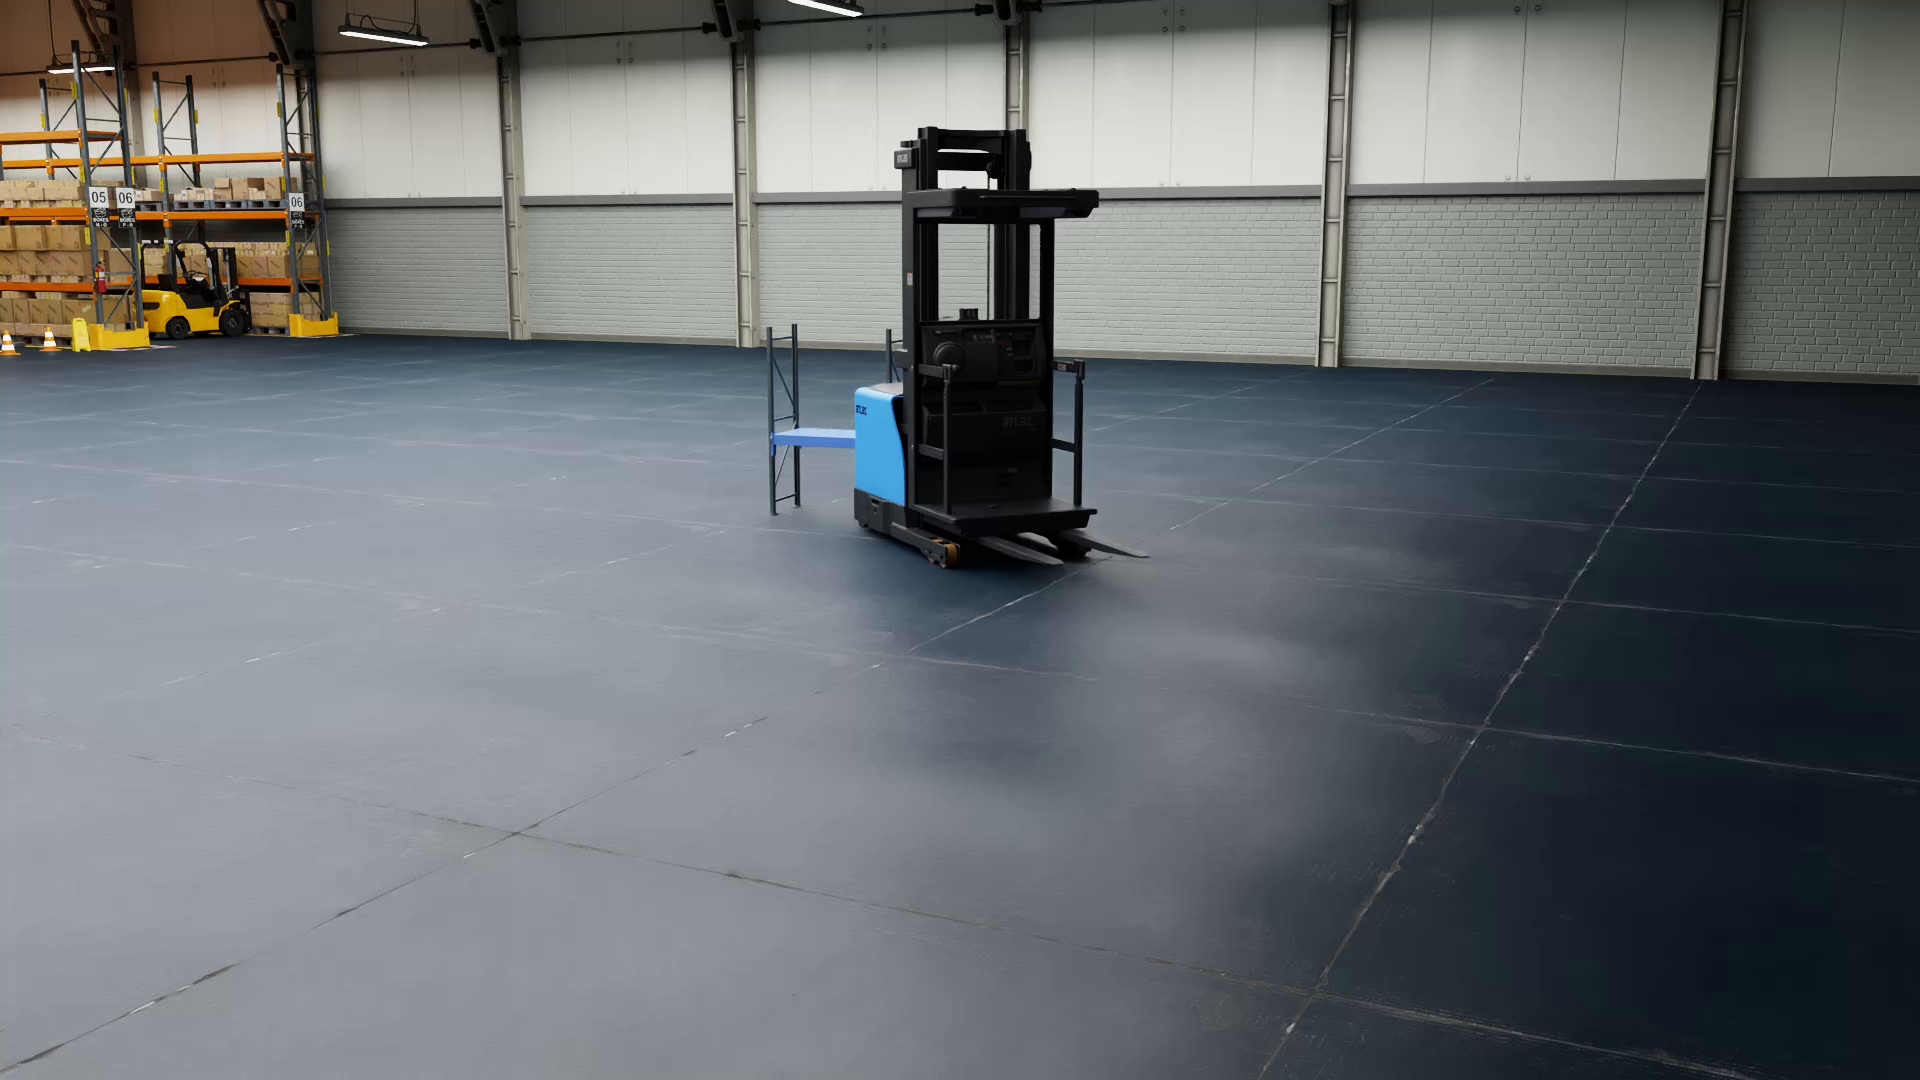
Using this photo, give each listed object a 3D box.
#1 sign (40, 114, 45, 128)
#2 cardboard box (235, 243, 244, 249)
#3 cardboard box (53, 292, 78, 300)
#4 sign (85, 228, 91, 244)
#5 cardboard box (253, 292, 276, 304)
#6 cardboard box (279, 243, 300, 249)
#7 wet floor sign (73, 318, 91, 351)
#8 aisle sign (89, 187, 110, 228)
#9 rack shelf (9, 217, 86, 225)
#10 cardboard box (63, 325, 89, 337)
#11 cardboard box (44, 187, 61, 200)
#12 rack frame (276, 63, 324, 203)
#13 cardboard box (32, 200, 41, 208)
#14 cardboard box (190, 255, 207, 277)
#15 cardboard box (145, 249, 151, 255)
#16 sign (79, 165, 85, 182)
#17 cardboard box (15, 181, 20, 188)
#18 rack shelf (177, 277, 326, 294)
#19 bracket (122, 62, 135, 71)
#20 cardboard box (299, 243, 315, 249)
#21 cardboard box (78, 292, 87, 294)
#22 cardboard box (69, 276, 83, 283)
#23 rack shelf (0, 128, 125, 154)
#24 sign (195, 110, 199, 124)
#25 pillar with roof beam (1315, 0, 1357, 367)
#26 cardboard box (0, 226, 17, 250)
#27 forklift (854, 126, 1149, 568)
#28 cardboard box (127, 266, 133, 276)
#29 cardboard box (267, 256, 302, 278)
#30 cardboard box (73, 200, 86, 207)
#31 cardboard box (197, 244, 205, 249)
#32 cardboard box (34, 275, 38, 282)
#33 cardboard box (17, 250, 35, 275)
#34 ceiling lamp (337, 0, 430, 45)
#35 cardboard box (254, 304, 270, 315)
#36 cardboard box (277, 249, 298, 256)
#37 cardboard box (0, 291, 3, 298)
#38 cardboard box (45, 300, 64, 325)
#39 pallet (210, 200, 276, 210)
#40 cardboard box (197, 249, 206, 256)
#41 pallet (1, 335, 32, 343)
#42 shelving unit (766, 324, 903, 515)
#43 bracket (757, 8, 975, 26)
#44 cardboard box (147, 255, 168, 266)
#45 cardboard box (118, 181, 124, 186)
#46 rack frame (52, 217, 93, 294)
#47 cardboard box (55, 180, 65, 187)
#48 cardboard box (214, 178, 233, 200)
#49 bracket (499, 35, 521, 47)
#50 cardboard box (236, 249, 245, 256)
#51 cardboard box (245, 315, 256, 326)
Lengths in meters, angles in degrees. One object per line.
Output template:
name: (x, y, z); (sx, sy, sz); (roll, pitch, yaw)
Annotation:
sign: (-22.288, -10.189, 40.416); (0.005, 0.325, 0.100); (5, 11, 26)
cardboard box: (-16.486, -6.790, 38.385); (0.250, 0.149, 0.380); (5, 12, 27)
cardboard box: (-18.268, -4.984, 33.961); (0.250, 0.149, 0.380); (5, 12, 27)
sign: (-17.339, -6.041, 33.046); (0.005, 0.325, 0.100); (5, 11, 26)
cardboard box: (-15.894, -5.567, 38.301); (0.500, 0.250, 0.500); (5, 12, 27)
cardboard box: (-15.297, -6.705, 37.917); (0.250, 0.149, 0.380); (5, 11, 26)
wet floor sign: (-17.379, -4.058, 32.841); (0.267, 0.644, 0.232); (-10, 14, -43)
aisle sign: (-17.148, -6.631, 33.144); (0.004, 0.787, 0.394); (5, 11, 26)
rack shelf: (-23.851, -8.106, 42.191); (4.000, 0.370, 1.077); (5, 11, 26)
cardboard box: (-17.941, -4.279, 33.991); (0.500, 0.250, 0.500); (5, 11, 26)
cardboard box: (-18.098, -6.990, 33.595); (0.500, 0.250, 0.500); (5, 11, 25)
rack frame: (-14.883, -9.148, 37.506); (0.127, 3.000, 1.000); (5, 11, 26)
cardboard box: (-18.655, -6.844, 33.905); (0.250, 0.149, 0.380); (5, 11, 24)
cardboard box: (-17.713, -6.445, 39.137); (0.500, 0.500, 0.500); (5, 12, 27)
cardboard box: (-19.310, -6.916, 39.918); (0.250, 0.149, 0.380); (5, 11, 26)
sign: (-17.339, -7.227, 32.832); (0.005, 0.325, 0.100); (5, 11, 26)
cardboard box: (-19.094, -7.276, 34.055); (0.250, 0.149, 0.380); (5, 12, 27)
rack shelf: (-16.676, -5.999, 38.975); (4.000, 0.370, 1.077); (5, 11, 26)
bracket: (-20.274, -11.501, 40.403); (0.430, 0.232, 0.235); (5, 11, 26)
cardboard box: (-15.089, -6.771, 38.282); (0.250, 0.149, 0.380); (5, 11, 25)
cardboard box: (-22.387, -6.213, 42.153); (0.250, 0.149, 0.380); (6, 12, 29)
cardboard box: (-17.782, -5.277, 33.667); (0.250, 0.149, 0.380); (5, 11, 25)
rack shelf: (-18.869, -8.157, 34.060); (4.000, 0.370, 1.077); (5, 11, 26)
sign: (-18.202, -10.087, 39.630); (0.005, 0.325, 0.100); (5, 11, 26)
pillar with roof beam: (4.510, -6.768, 24.356); (0.548, 9.000, 9.100); (5, 11, 26)
cardboard box: (-19.477, -6.248, 34.409); (0.500, 0.500, 0.700); (5, 11, 25)
forklift: (0.257, -1.341, 11.411); (1.130, 2.935, 3.031); (-5, 11, -24)
cardboard box: (-19.923, -6.518, 40.241); (0.500, 0.250, 0.500); (5, 11, 26)
cardboard box: (-15.440, -6.242, 38.014); (0.500, 0.500, 0.500); (5, 11, 25)
cardboard box: (-17.519, -6.738, 33.322); (0.250, 0.149, 0.380); (5, 11, 26)
cardboard box: (-17.623, -6.892, 38.948); (0.250, 0.149, 0.380); (5, 12, 27)
cardboard box: (-18.868, -5.398, 34.338); (0.250, 0.149, 0.380); (5, 11, 26)
cardboard box: (-19.025, -5.720, 34.297); (0.500, 0.500, 0.500); (5, 11, 26)
ceiling lamp: (-10.506, -10.871, 30.639); (0.800, 3.185, 2.000); (5, 11, 26)
cardboard box: (-15.903, -5.325, 38.367); (0.500, 0.250, 0.500); (5, 11, 25)
cardboard box: (-15.318, -6.547, 37.877); (0.250, 0.149, 0.380); (5, 11, 27)
cardboard box: (-20.168, -5.151, 34.881); (0.250, 0.149, 0.380); (5, 11, 27)
cardboard box: (-18.379, -4.687, 34.142); (0.500, 0.500, 0.500); (6, 12, 28)
pallet: (-16.603, -7.784, 38.642); (1.213, 0.211, 1.003); (5, 11, 26)
cardboard box: (-17.633, -6.745, 38.971); (0.250, 0.149, 0.380); (5, 12, 27)
pallet: (-20.045, -4.298, 35.387); (1.213, 0.211, 1.003); (5, 11, 26)
shelving unit: (-0.947, -0.949, 13.263); (1.048, 1.500, 0.538); (4, 11, 20)
bracket: (-1.806, -9.878, 31.436); (4.783, 0.066, 0.076); (5, 11, 26)
cardboard box: (-19.023, -6.681, 39.739); (0.500, 0.250, 0.500); (5, 11, 25)
cardboard box: (-20.602, -8.431, 40.228); (0.500, 0.500, 0.500); (5, 12, 27)
rack frame: (-22.057, -6.826, 41.524); (0.127, 3.000, 1.000); (5, 11, 26)
cardboard box: (-17.961, -7.170, 33.471); (0.250, 0.149, 0.380); (5, 11, 25)
cardboard box: (-16.769, -8.123, 38.518); (0.637, 0.503, 0.797); (5, 12, 28)
bracket: (-9.512, -10.555, 35.178); (0.430, 0.232, 0.235); (5, 11, 26)
cardboard box: (-16.479, -6.644, 38.414); (0.250, 0.149, 0.380); (5, 11, 26)
cardboard box: (-16.330, -5.117, 38.624); (0.500, 0.250, 0.500); (5, 11, 26)
